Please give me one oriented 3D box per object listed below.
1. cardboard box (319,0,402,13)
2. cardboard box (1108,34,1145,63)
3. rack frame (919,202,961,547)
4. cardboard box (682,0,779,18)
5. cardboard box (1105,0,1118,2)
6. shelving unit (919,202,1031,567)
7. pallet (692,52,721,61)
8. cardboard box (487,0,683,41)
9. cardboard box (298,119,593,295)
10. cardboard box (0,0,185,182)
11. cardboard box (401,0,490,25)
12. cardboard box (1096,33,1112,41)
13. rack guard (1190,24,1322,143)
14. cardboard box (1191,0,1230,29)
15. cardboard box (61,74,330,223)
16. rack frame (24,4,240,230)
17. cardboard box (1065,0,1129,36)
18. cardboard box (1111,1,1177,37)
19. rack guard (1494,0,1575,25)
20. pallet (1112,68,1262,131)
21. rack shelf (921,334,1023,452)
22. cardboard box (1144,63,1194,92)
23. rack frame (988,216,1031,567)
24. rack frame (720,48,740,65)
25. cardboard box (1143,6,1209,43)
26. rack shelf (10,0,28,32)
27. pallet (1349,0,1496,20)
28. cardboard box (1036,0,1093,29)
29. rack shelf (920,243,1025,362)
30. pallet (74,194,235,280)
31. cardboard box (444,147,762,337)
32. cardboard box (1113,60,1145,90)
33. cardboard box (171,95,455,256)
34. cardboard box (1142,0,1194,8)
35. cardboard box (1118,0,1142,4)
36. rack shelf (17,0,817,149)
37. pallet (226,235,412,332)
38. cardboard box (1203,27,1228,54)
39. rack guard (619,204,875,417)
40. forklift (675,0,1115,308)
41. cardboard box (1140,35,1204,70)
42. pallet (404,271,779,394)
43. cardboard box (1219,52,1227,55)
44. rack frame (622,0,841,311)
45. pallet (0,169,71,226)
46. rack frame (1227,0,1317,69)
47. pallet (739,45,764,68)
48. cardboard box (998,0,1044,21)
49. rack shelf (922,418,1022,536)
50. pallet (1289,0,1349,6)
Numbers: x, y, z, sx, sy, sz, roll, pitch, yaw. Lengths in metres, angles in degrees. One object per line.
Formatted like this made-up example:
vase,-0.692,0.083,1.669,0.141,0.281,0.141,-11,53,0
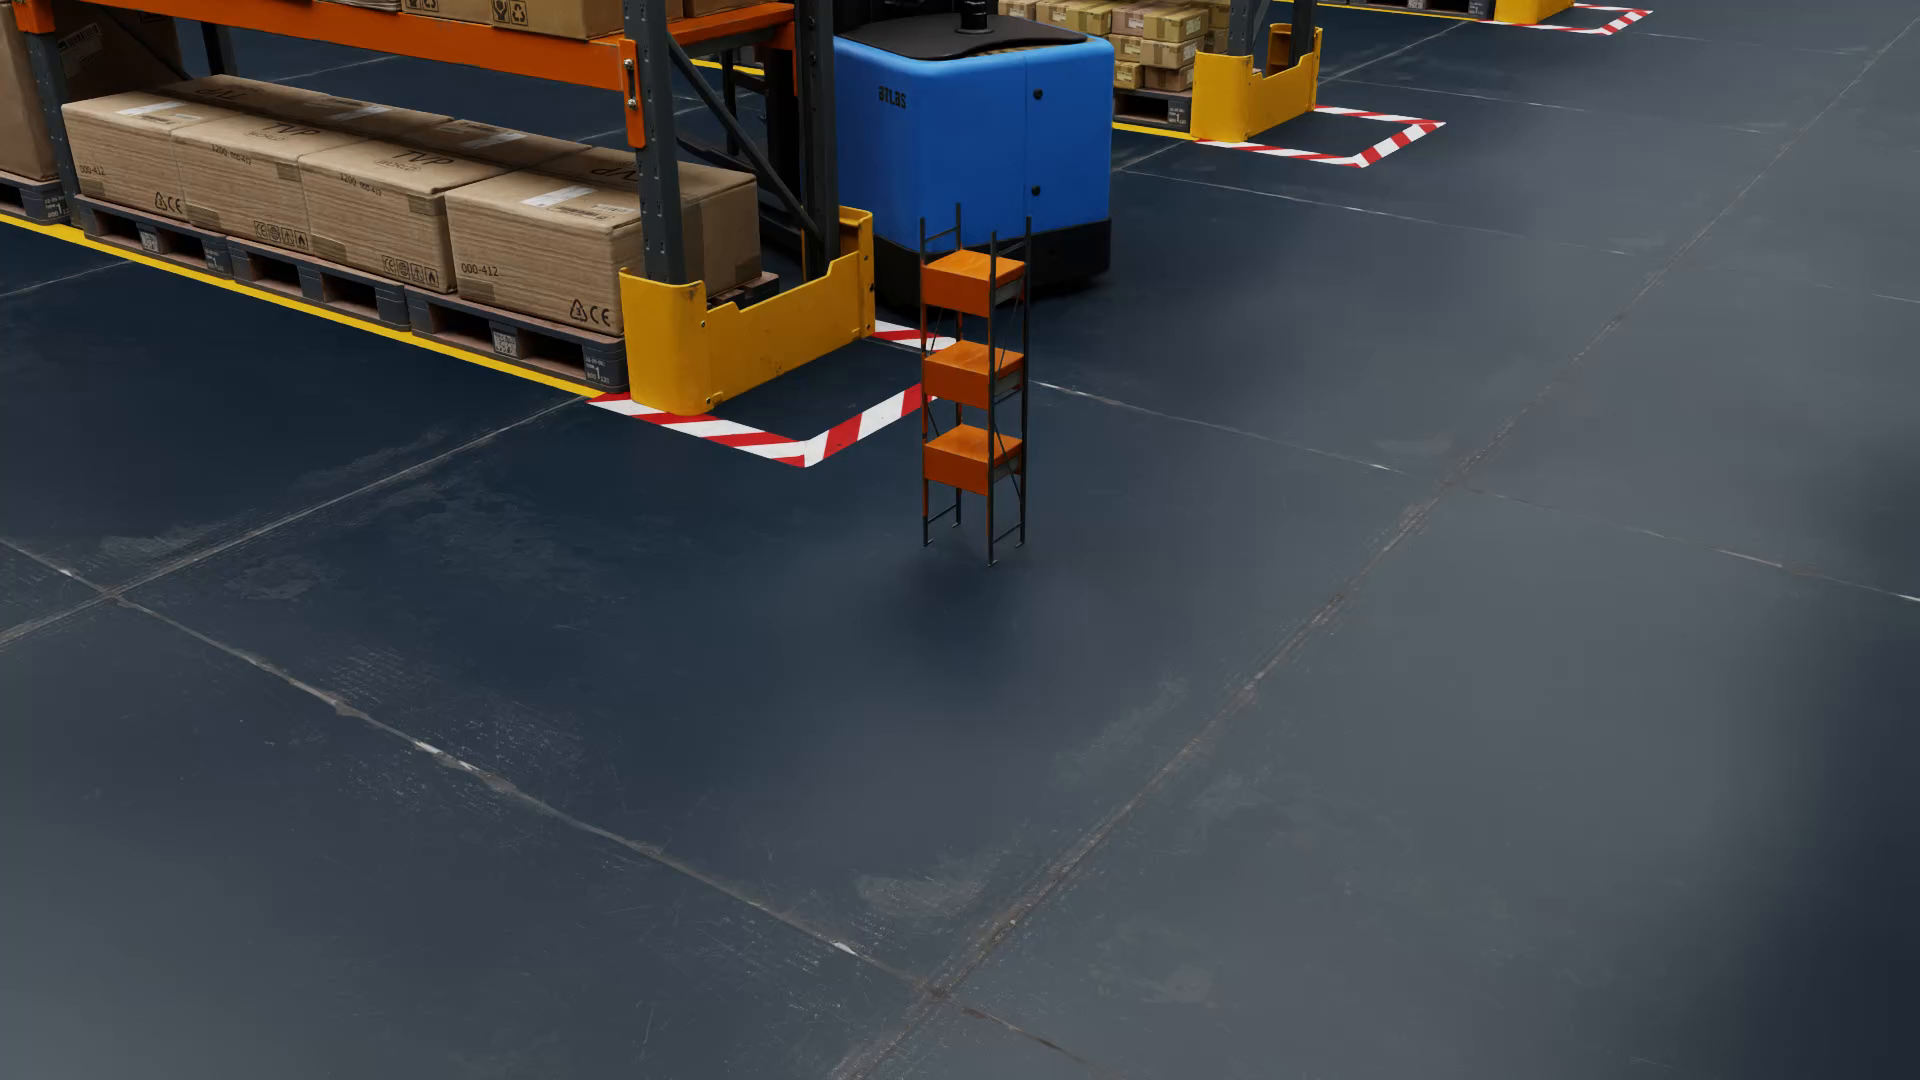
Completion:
cardboard box,-2.203,-2.383,6.515,0.500,0.500,0.500,18,32,32
cardboard box,1.117,-3.092,10.371,0.250,0.149,0.380,16,31,29
rack frame,-0.056,-0.485,5.046,0.008,1.050,0.200,17,32,30
cardboard box,-1.054,-2.325,6.402,0.500,0.500,0.500,17,32,30
cardboard box,0.977,-3.541,10.926,0.250,0.149,0.380,16,31,28
shelving unit,0.044,-0.454,4.985,0.252,1.050,0.215,17,32,30
pallet,-2.041,-3.911,12.702,1.213,0.211,1.003,17,32,30
cardboard box,-1.368,-2.120,5.998,0.500,0.500,0.500,18,32,31
cardboard box,-2.180,-1.460,7.173,0.875,0.438,0.875,18,32,32
cardboard box,-4.674,-2.447,8.631,0.875,0.875,0.875,18,32,32
cardboard box,-1.773,-2.254,6.262,0.500,0.500,0.500,17,31,29
cardboard box,0.873,-3.138,10.461,0.250,0.149,0.380,16,31,28
rack guard,1.836,-2.832,10.264,0.348,0.500,1.175,17,32,30
cardboard box,1.659,-3.370,10.589,0.250,0.149,0.380,16,31,28
cardboard box,-3.661,-1.921,8.080,0.875,0.438,0.875,17,31,30
rack frame,-4.118,-3.077,7.990,0.127,3.000,1.000,17,32,30
cardboard box,0.859,-3.255,10.363,0.250,0.149,0.380,17,31,29
cardboard box,1.144,-3.236,10.325,0.250,0.149,0.380,18,32,31
rack guard,4.810,-4.635,13.807,0.348,0.500,1.175,17,32,30
pallet,1.186,-2.925,10.766,1.213,0.211,1.003,17,32,30
rack shelf,0.044,-0.445,4.990,0.240,0.259,0.215,17,32,30
cardboard box,1.347,-2.901,10.323,0.250,0.149,0.380,18,32,31
rack frame,0.145,-0.423,4.923,0.008,1.050,0.200,17,32,30
rack frame,-1.399,-4.954,11.677,0.127,3.000,1.000,17,32,30
cardboard box,1.319,-3.150,10.156,0.250,0.149,0.380,18,32,31
rack shelf,-5.766,-3.270,9.162,4.000,0.370,1.077,17,32,30
pallet,4.087,-4.689,14.230,1.213,0.211,1.003,17,32,30
cardboard box,0.681,-3.345,10.540,0.250,0.149,0.380,16,31,28
rack shelf,0.044,-0.698,4.861,0.240,0.259,0.215,17,32,30
pallet,-3.535,-1.610,8.181,1.213,0.211,1.003,17,32,30
cardboard box,-1.421,-1.228,6.717,0.875,0.438,0.875,16,31,29
cardboard box,1.077,-2.929,10.378,0.250,0.149,0.380,18,32,32
cardboard box,-2.923,-1.692,7.629,0.875,0.438,0.875,16,31,29
cardboard box,1.364,-3.396,10.640,0.250,0.149,0.380,18,32,31
cardboard box,1.229,-3.509,10.861,0.250,0.149,0.380,17,32,30
rack shelf,-2.469,-2.243,7.144,4.000,0.370,1.077,17,32,30
pallet,-2.526,-1.297,7.566,1.213,0.211,1.003,17,32,30
cardboard box,1.612,-3.207,10.596,0.250,0.149,0.380,19,32,32
rack guard,-0.801,-0.930,6.526,0.348,0.500,1.175,17,32,30
forklift,-0.557,-2.902,7.721,1.130,2.935,3.031,-17,31,-29
cardboard box,1.302,-3.005,10.200,0.250,0.149,0.380,16,31,29
pallet,-1.524,-0.984,6.950,1.213,0.211,1.003,17,32,30
cardboard box,1.648,-3.098,10.710,0.250,0.149,0.380,18,32,31
rack frame,-0.821,-2.050,5.972,0.127,3.000,1.000,17,32,30
pallet,-4.797,-2.005,8.956,1.213,0.211,1.003,17,32,30
rack frame,1.899,-3.927,9.659,0.127,3.000,1.000,17,32,30
pallet,-0.825,-3.552,11.997,1.213,0.211,1.003,17,32,30
cardboard box,0.428,-3.393,10.635,0.250,0.149,0.380,19,32,32
rack shelf,0.044,-0.197,5.116,0.240,0.259,0.215,17,32,30
pallet,3.085,-5.002,14.846,1.213,0.211,1.003,17,32,30
